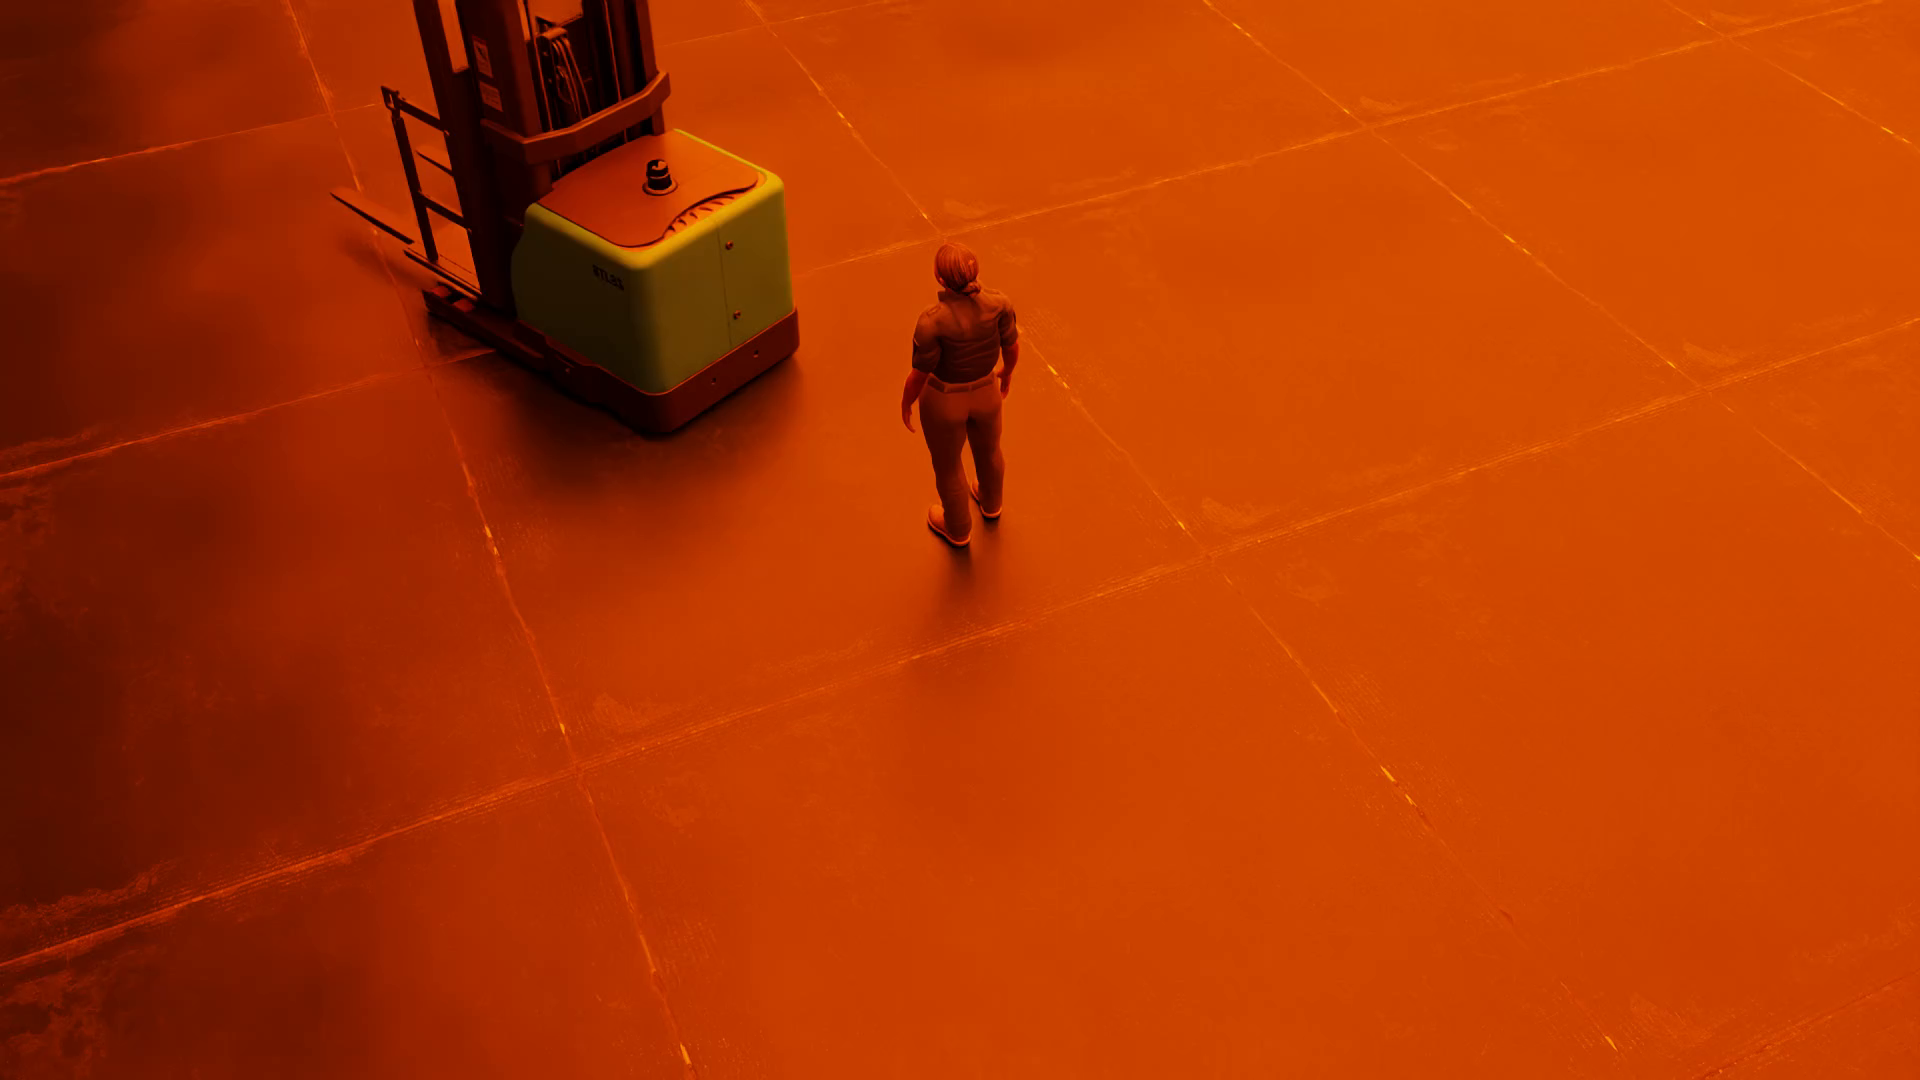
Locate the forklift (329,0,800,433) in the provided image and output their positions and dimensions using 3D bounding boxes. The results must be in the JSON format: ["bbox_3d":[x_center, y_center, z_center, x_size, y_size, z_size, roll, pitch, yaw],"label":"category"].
[{"bbox_3d":[-2.306,-2.461,8.317,3.031,2.935,1.130,30,51,28],"label":"forklift"}]

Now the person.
[{"bbox_3d":[-0.019,-0.670,7.323,0.570,1.654,0.504,-18,46,-18],"label":"person"}]
